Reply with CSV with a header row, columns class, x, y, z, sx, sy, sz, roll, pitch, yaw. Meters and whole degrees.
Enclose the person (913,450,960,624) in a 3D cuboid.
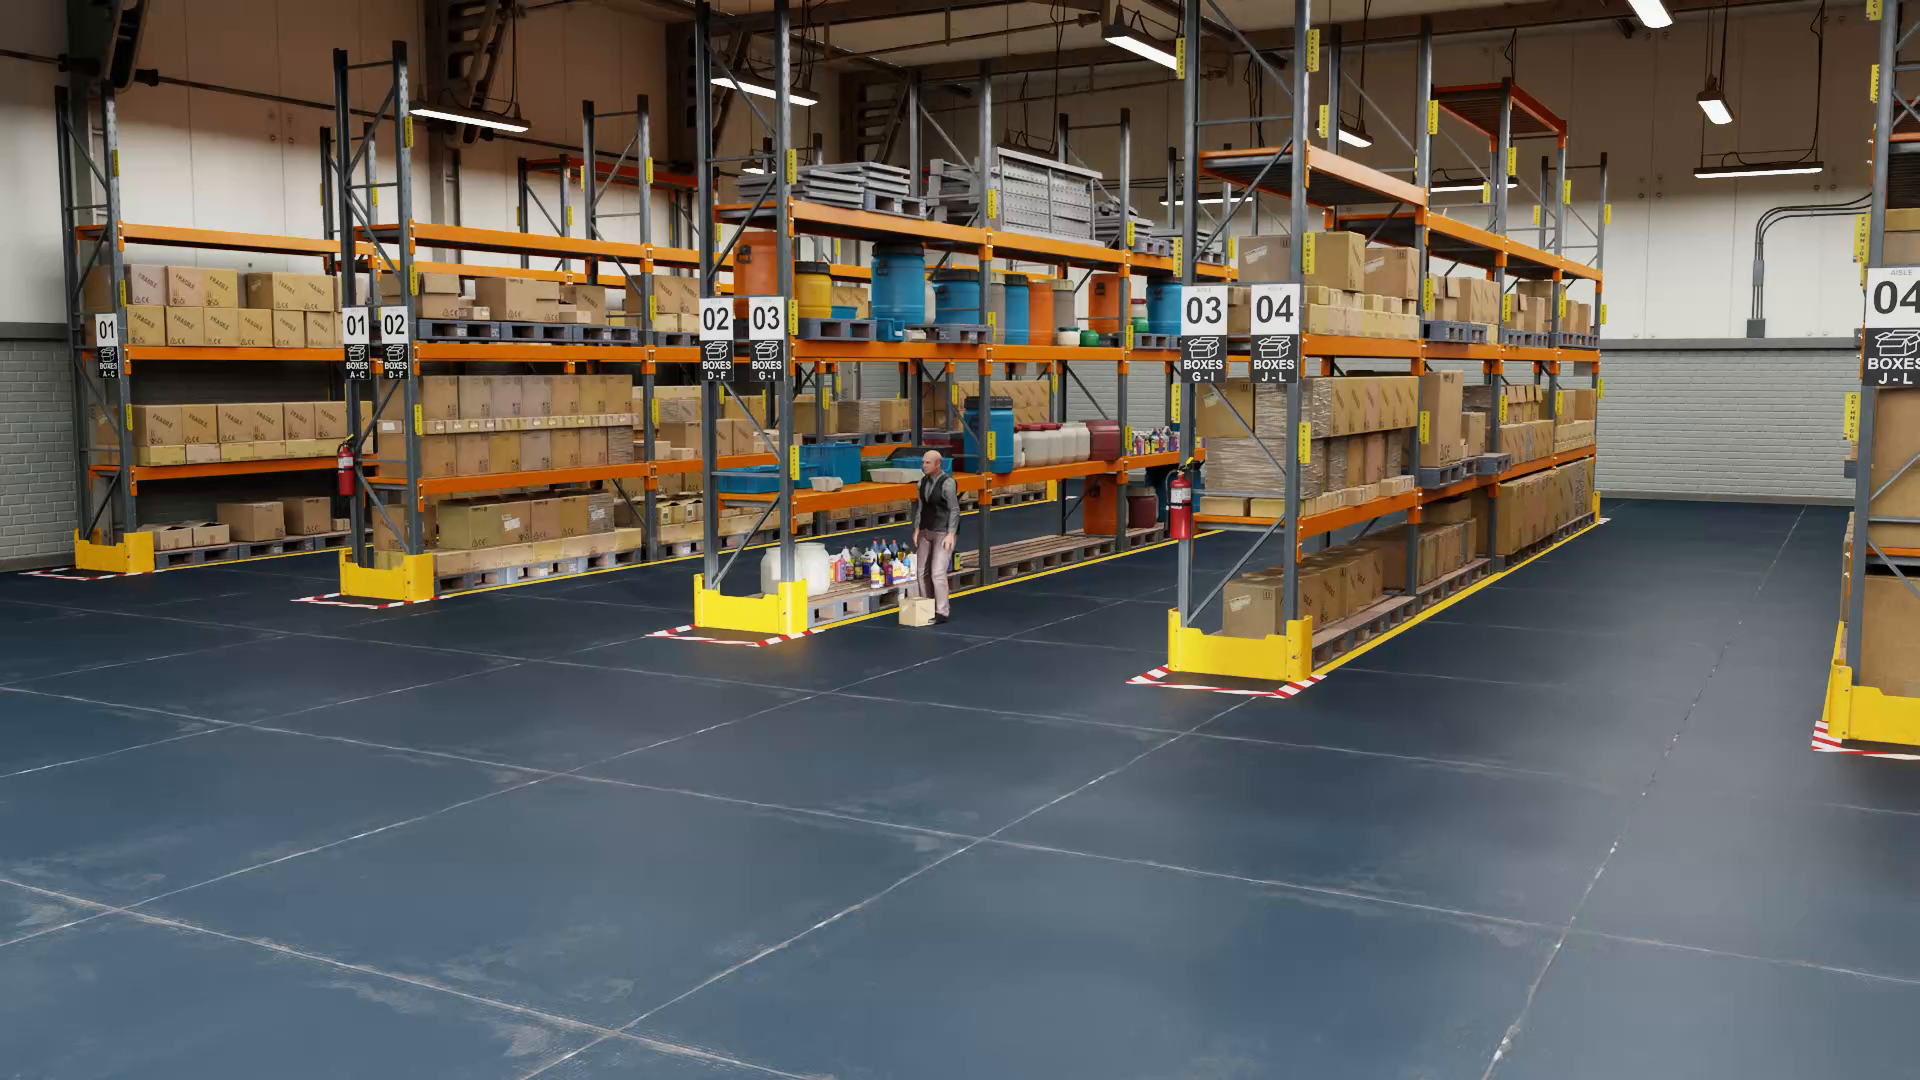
class,x,y,z,sx,sy,sz,roll,pitch,yaw
person,-0.246,-0.040,16.636,0.466,1.720,0.579,-5,8,-42
